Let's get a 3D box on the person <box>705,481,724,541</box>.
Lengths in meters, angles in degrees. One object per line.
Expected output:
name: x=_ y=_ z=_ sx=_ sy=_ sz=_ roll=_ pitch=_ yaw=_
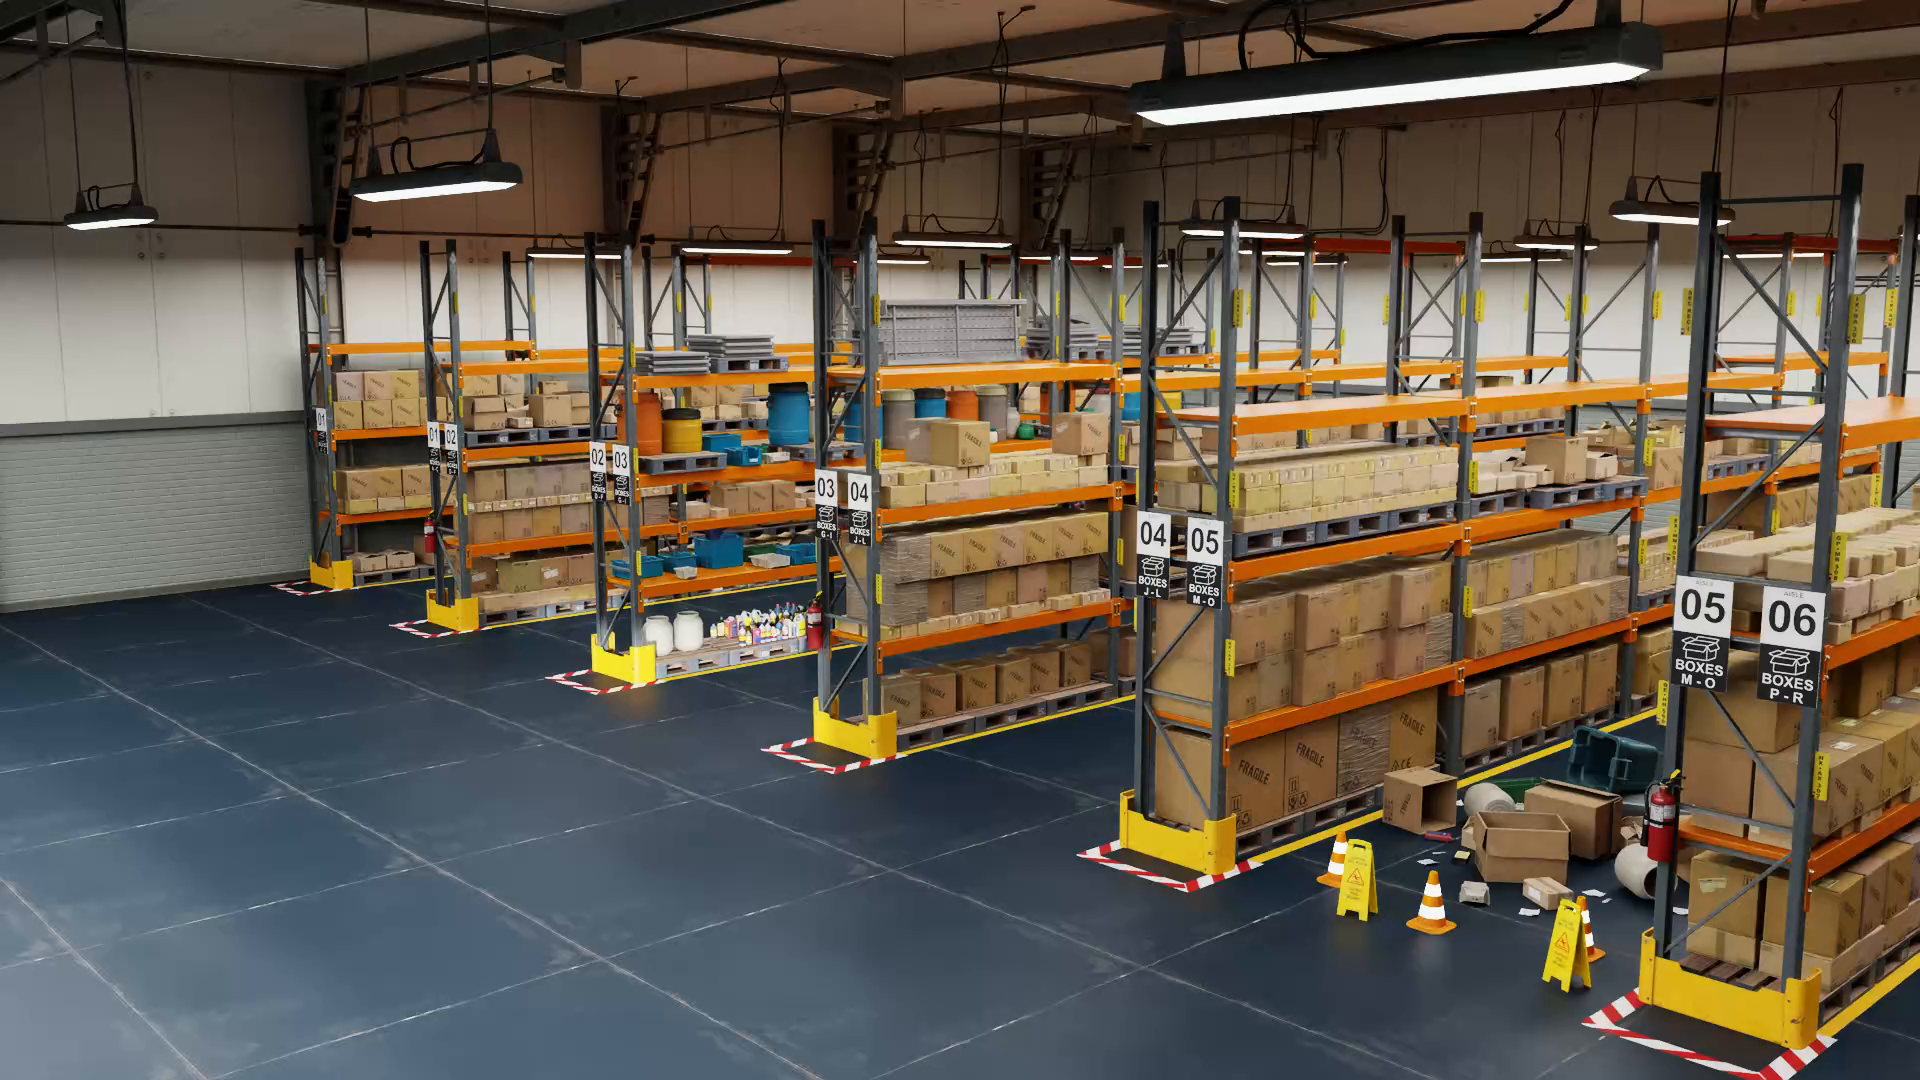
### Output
person: x=-4.737 y=-0.334 z=32.071 sx=0.582 sy=1.615 sz=0.605 roll=6 pitch=10 yaw=37
